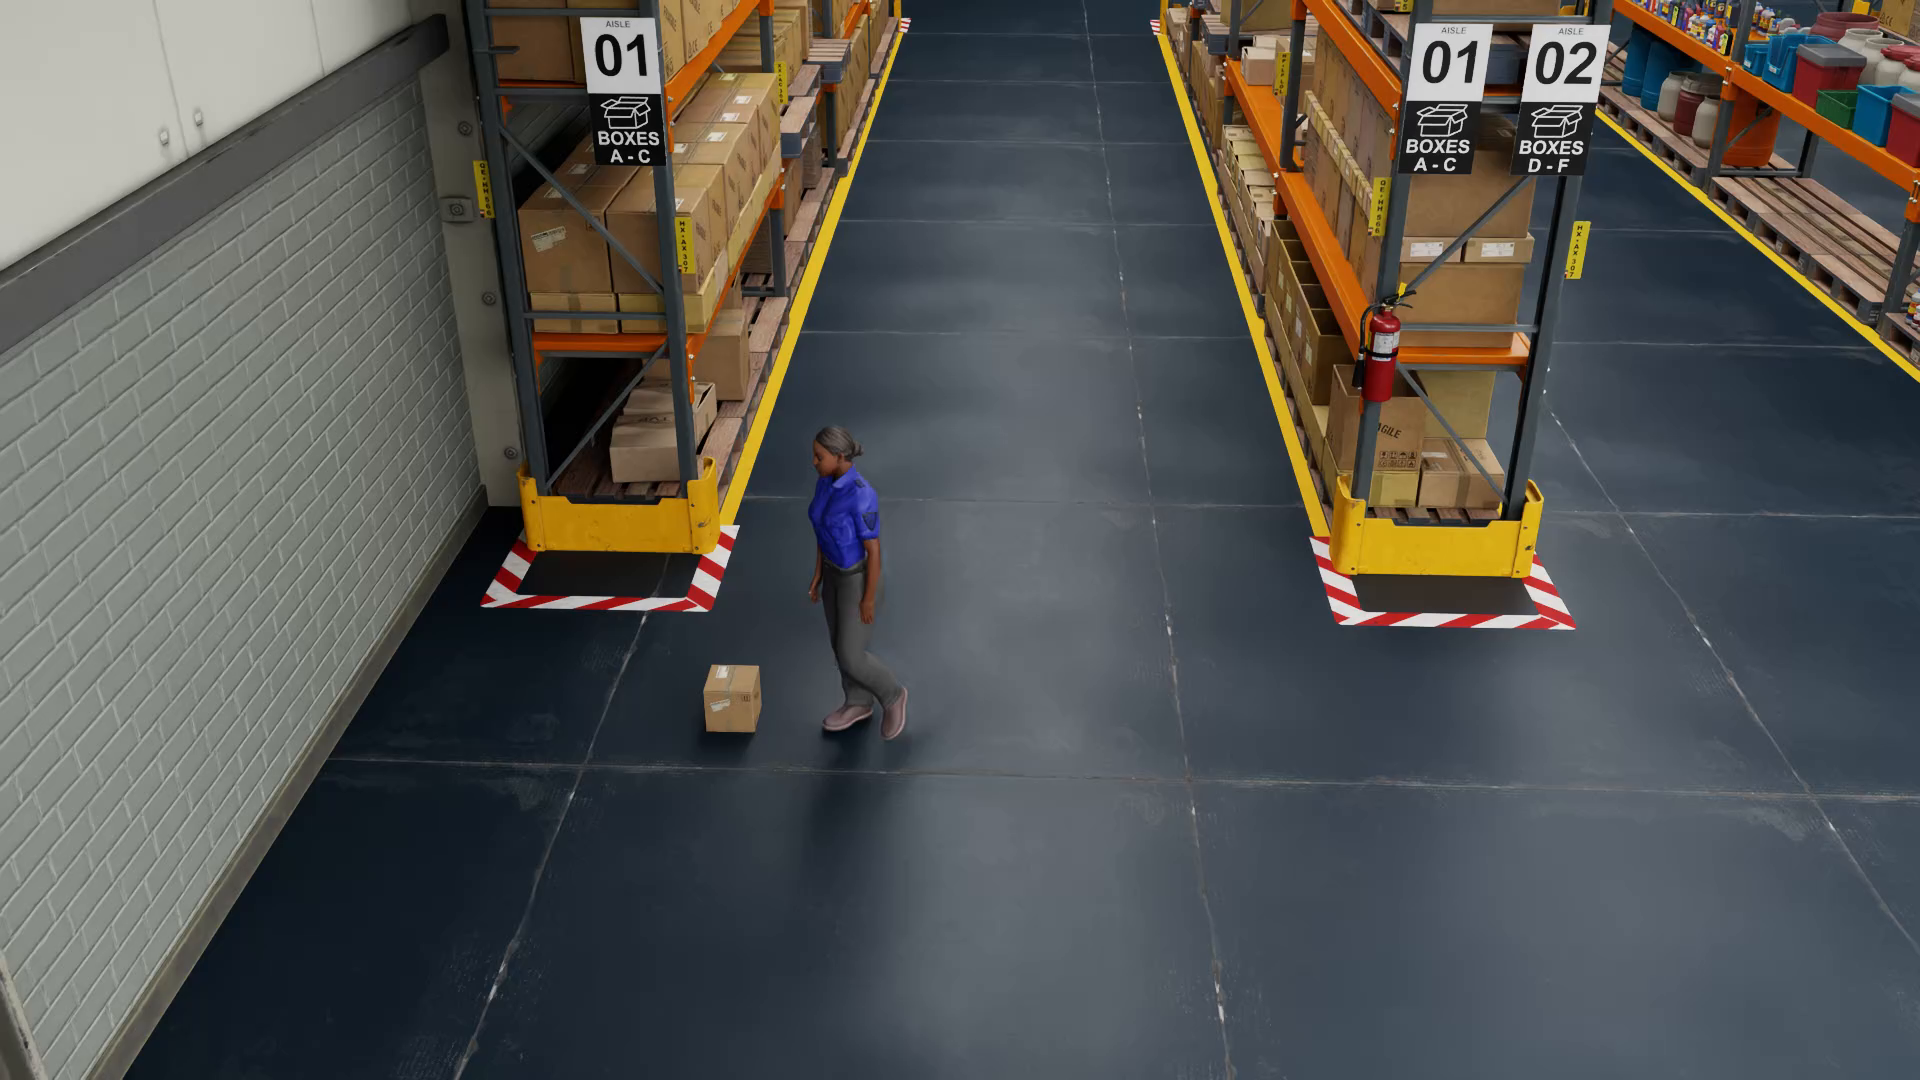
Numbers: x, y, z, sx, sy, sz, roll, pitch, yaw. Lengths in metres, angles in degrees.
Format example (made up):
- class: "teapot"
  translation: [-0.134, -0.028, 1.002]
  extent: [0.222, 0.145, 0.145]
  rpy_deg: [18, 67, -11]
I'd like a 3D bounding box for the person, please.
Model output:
- class: "person"
  translation: [-0.521, 0.174, 8.194]
  extent: [0.383, 1.586, 0.477]
  rpy_deg: [-17, 32, -29]
